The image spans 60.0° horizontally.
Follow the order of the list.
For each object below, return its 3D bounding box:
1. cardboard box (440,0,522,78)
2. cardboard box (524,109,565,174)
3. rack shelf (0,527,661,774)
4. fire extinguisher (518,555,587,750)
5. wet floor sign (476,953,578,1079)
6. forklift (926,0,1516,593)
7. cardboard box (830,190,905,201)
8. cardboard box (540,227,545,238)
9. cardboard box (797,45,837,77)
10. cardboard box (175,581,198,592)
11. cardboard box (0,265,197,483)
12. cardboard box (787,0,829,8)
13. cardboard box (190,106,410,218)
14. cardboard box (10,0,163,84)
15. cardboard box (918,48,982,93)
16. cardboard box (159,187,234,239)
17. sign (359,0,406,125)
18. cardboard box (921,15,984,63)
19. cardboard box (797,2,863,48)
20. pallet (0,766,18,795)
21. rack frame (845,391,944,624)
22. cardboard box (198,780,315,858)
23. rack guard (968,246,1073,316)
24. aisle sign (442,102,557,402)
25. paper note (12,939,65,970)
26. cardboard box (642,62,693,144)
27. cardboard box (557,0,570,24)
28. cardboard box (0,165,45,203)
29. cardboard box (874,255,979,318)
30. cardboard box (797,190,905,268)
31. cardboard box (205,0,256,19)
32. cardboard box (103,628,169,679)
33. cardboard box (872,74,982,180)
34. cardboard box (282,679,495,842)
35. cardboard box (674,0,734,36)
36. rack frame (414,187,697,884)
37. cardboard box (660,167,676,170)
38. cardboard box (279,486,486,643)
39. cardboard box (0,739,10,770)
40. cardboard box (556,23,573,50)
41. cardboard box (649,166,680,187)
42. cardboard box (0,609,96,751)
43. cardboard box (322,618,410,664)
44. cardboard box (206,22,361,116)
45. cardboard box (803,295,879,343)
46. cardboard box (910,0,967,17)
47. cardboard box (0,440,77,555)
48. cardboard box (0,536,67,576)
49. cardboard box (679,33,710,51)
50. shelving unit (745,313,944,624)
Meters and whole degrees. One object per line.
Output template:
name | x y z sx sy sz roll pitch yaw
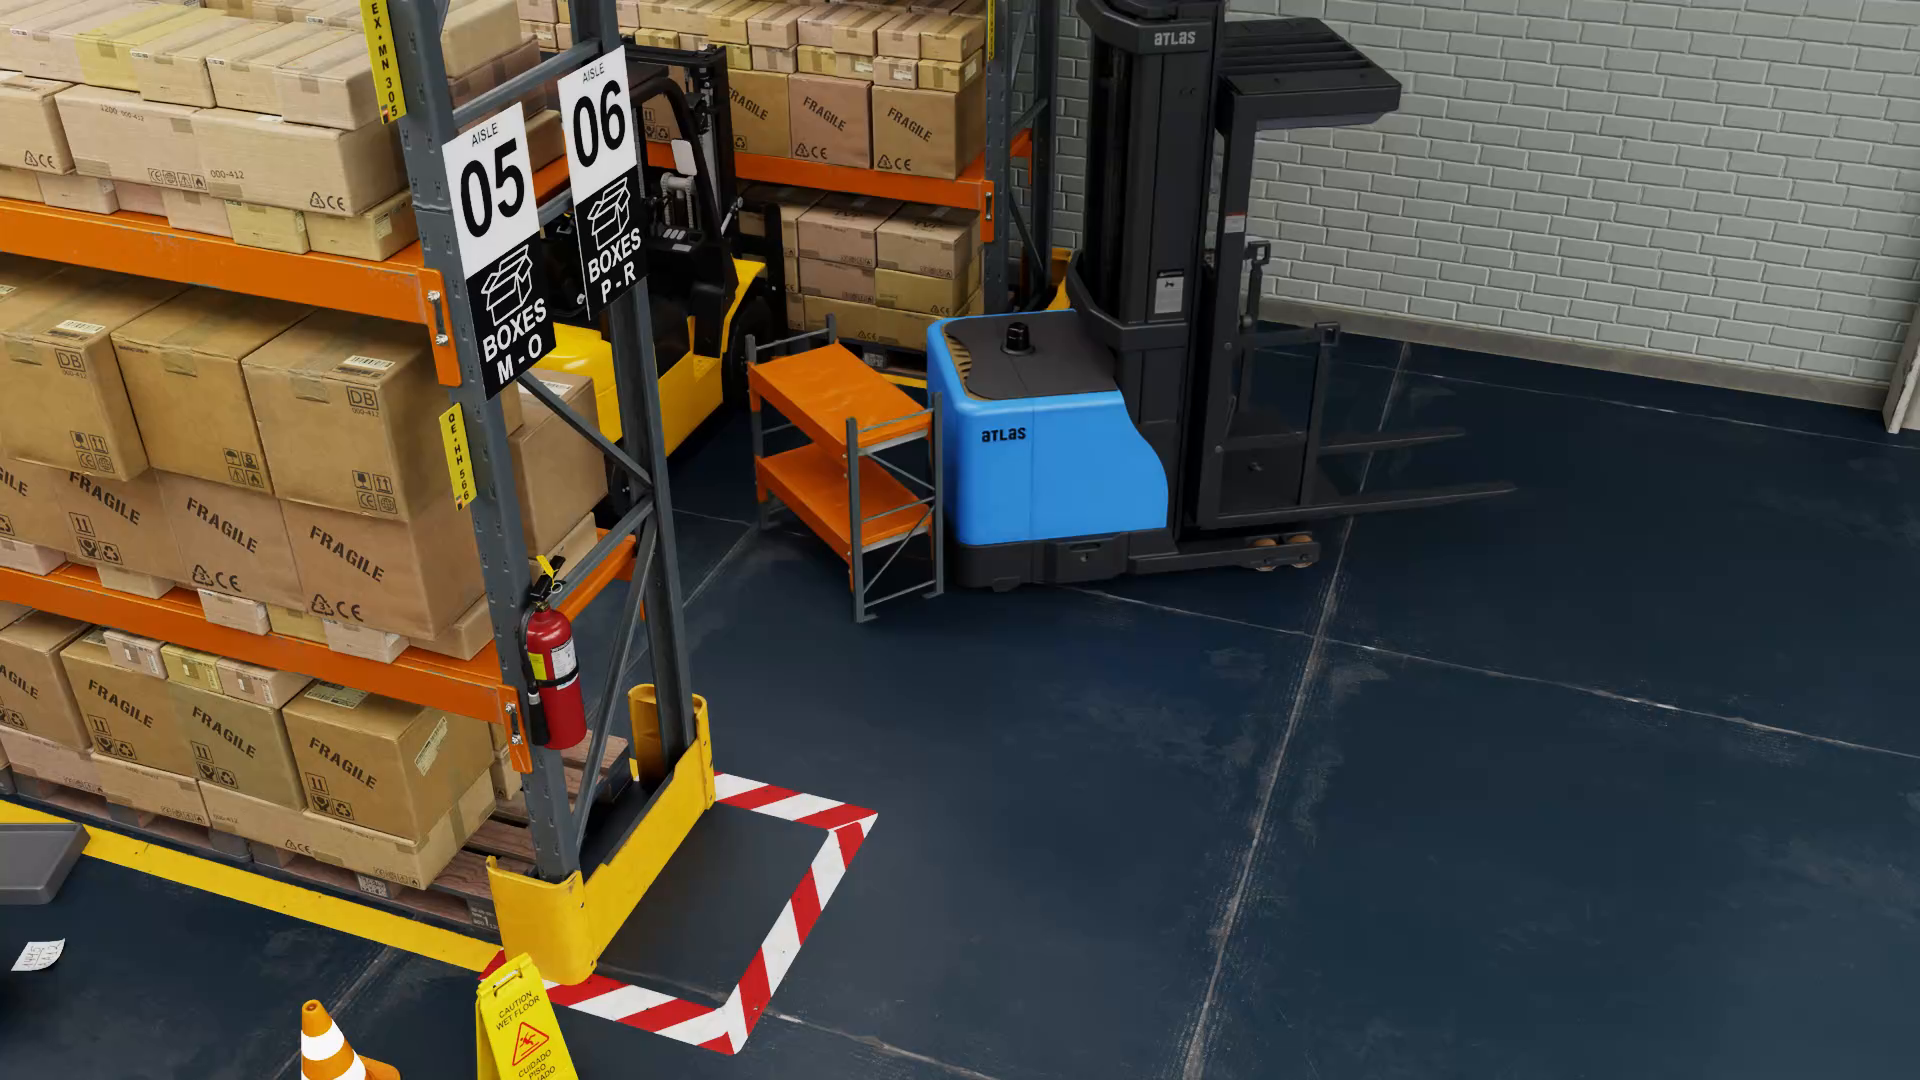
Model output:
cardboard box | -1.571 -1.568 5.144 0.250 0.149 0.380 11 34 16
cardboard box | -1.508 -1.290 5.449 0.250 0.149 0.380 11 34 17
rack shelf | -3.188 0.027 6.606 4.000 0.370 1.077 11 34 16
fire extinguisher | -1.353 0.380 5.468 0.183 0.674 0.296 11 34 16
wet floor sign | -1.487 1.661 5.582 0.232 0.644 0.267 24 40 32
forklift | 1.383 -1.348 8.136 3.031 2.935 1.130 -6 33 -8
cardboard box | -0.494 -2.160 10.556 0.500 0.250 0.500 11 34 17
cardboard box | -2.573 -2.070 10.878 0.500 0.250 0.500 11 34 16
cardboard box | -0.758 -2.841 9.694 0.250 0.149 0.380 11 34 16
cardboard box | -2.685 0.039 6.155 0.250 0.149 0.380 11 35 17
cardboard box | -2.848 -0.615 5.649 0.500 0.500 0.700 11 34 16
cardboard box | -0.851 -3.249 10.052 0.250 0.149 0.380 12 35 18
cardboard box | -1.877 -1.187 4.922 0.500 0.250 0.500 11 34 16
cardboard box | -2.648 -1.535 5.093 0.250 0.149 0.380 11 34 16
cardboard box | -0.055 -2.679 9.444 0.250 0.149 0.380 12 35 17
cardboard box | -2.219 -1.081 5.125 0.250 0.149 0.380 12 35 18
sign | -1.511 -1.261 4.357 0.005 0.325 0.100 11 34 16
cardboard box | -0.042 -2.842 9.421 0.250 0.149 0.380 11 34 17
cardboard box | -0.749 -2.989 9.649 0.250 0.149 0.380 11 35 17
pallet | -4.426 0.635 7.571 1.213 0.211 1.003 11 34 16
rack frame | -0.300 -0.143 7.934 0.500 1.125 0.032 -19 38 -27
cardboard box | -2.642 0.960 6.645 0.500 0.250 0.500 11 34 17
rack guard | 0.389 -1.390 10.442 0.348 0.500 1.175 11 34 16
aisle sign | -1.344 -0.842 4.892 0.004 0.787 0.394 11 34 16
paper note | -3.486 1.568 6.293 0.148 0.019 0.142 0 33 0
cardboard box | -1.630 -2.722 10.108 0.500 0.500 0.500 11 35 17
cardboard box | -2.218 -3.229 10.021 0.250 0.149 0.380 10 34 16
cardboard box | -2.931 -1.235 5.363 0.250 0.149 0.380 10 34 15
cardboard box | -0.197 -1.605 10.157 0.500 0.250 0.500 11 34 16
cardboard box | -0.655 -1.901 10.155 0.500 0.250 0.500 12 35 17
cardboard box | -2.239 -1.767 5.453 0.250 0.149 0.380 11 34 16
cardboard box | -2.998 0.339 6.318 0.250 0.149 0.380 12 35 19
cardboard box | -0.186 -2.442 9.675 0.500 0.500 0.500 10 34 15
cardboard box | -2.147 0.741 6.293 0.500 0.500 0.500 11 35 17
cardboard box | -1.488 -3.119 9.852 0.250 0.149 0.380 12 35 17
rack frame | -1.305 0.091 5.844 0.127 3.000 1.000 11 34 16
cardboard box | -1.917 -2.442 10.993 0.500 0.250 0.500 11 35 17
cardboard box | -1.909 -0.035 5.672 0.500 0.500 0.500 10 34 16
cardboard box | -4.100 0.675 7.086 0.500 0.250 0.500 13 35 19
cardboard box | -2.235 -3.086 10.075 0.250 0.149 0.380 11 34 16
cardboard box | -2.100 -2.185 10.595 0.500 0.250 0.500 12 35 18
cardboard box | -3.611 0.456 6.734 0.500 0.500 0.500 13 35 19
cardboard box | -2.005 0.248 5.833 0.250 0.149 0.380 11 34 16
cardboard box | -1.953 -1.377 4.848 0.250 0.149 0.380 12 35 17
cardboard box | -0.648 -1.486 10.434 0.500 0.250 0.500 11 34 16
cardboard box | -0.107 -3.135 9.876 0.250 0.149 0.380 12 35 18
cardboard box | -3.319 -0.324 6.121 0.500 0.500 0.500 11 35 17
cardboard box | -3.434 -0.043 6.283 0.250 0.149 0.380 11 34 16
cardboard box | -1.475 -2.993 9.930 0.250 0.149 0.380 11 34 16
shelving unit | -0.575 -0.375 8.293 0.538 1.125 1.048 -19 38 -27
